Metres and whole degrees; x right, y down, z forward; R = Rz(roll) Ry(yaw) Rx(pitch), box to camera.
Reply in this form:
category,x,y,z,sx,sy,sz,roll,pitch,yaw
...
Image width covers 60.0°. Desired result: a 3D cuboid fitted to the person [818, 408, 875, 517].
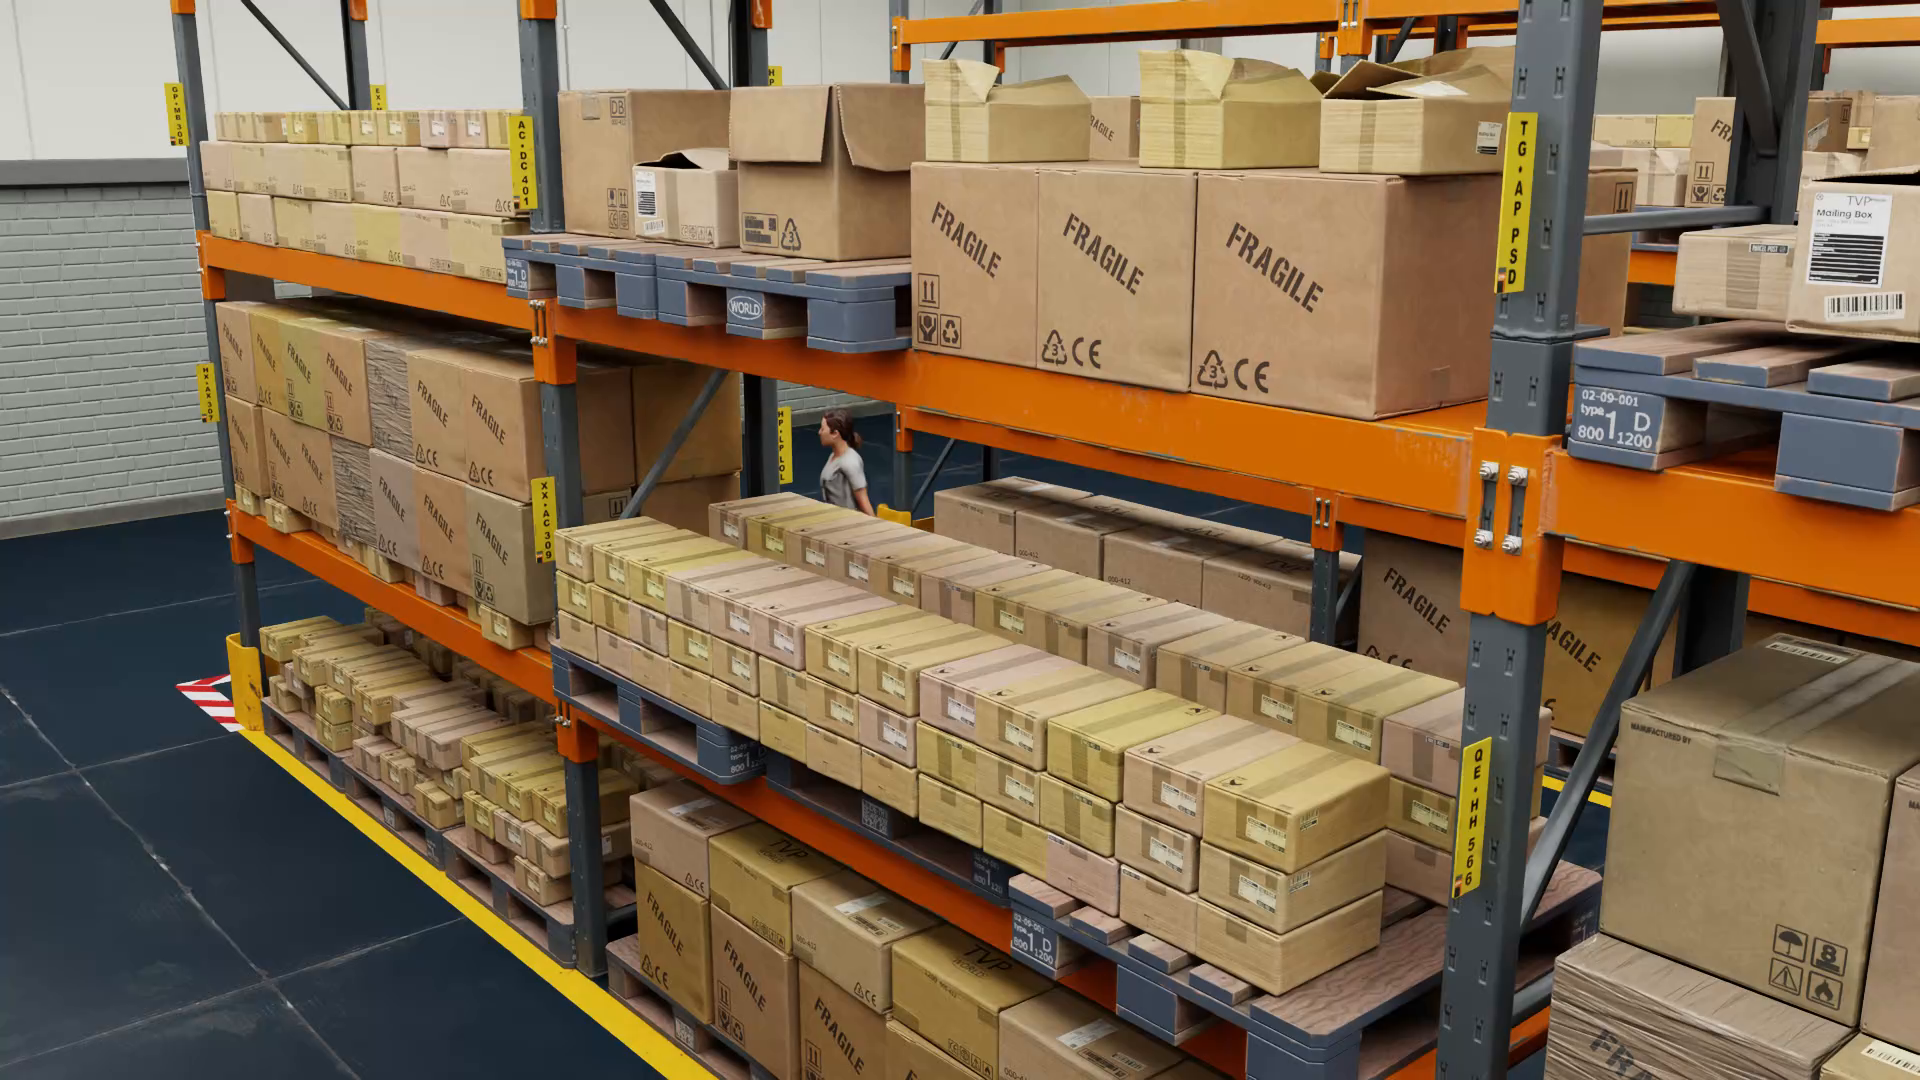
category,x,y,z,sx,sy,sz,roll,pitch,yaw
person,-0.760,-0.048,10.672,1.013,1.606,0.474,-2,14,-6
